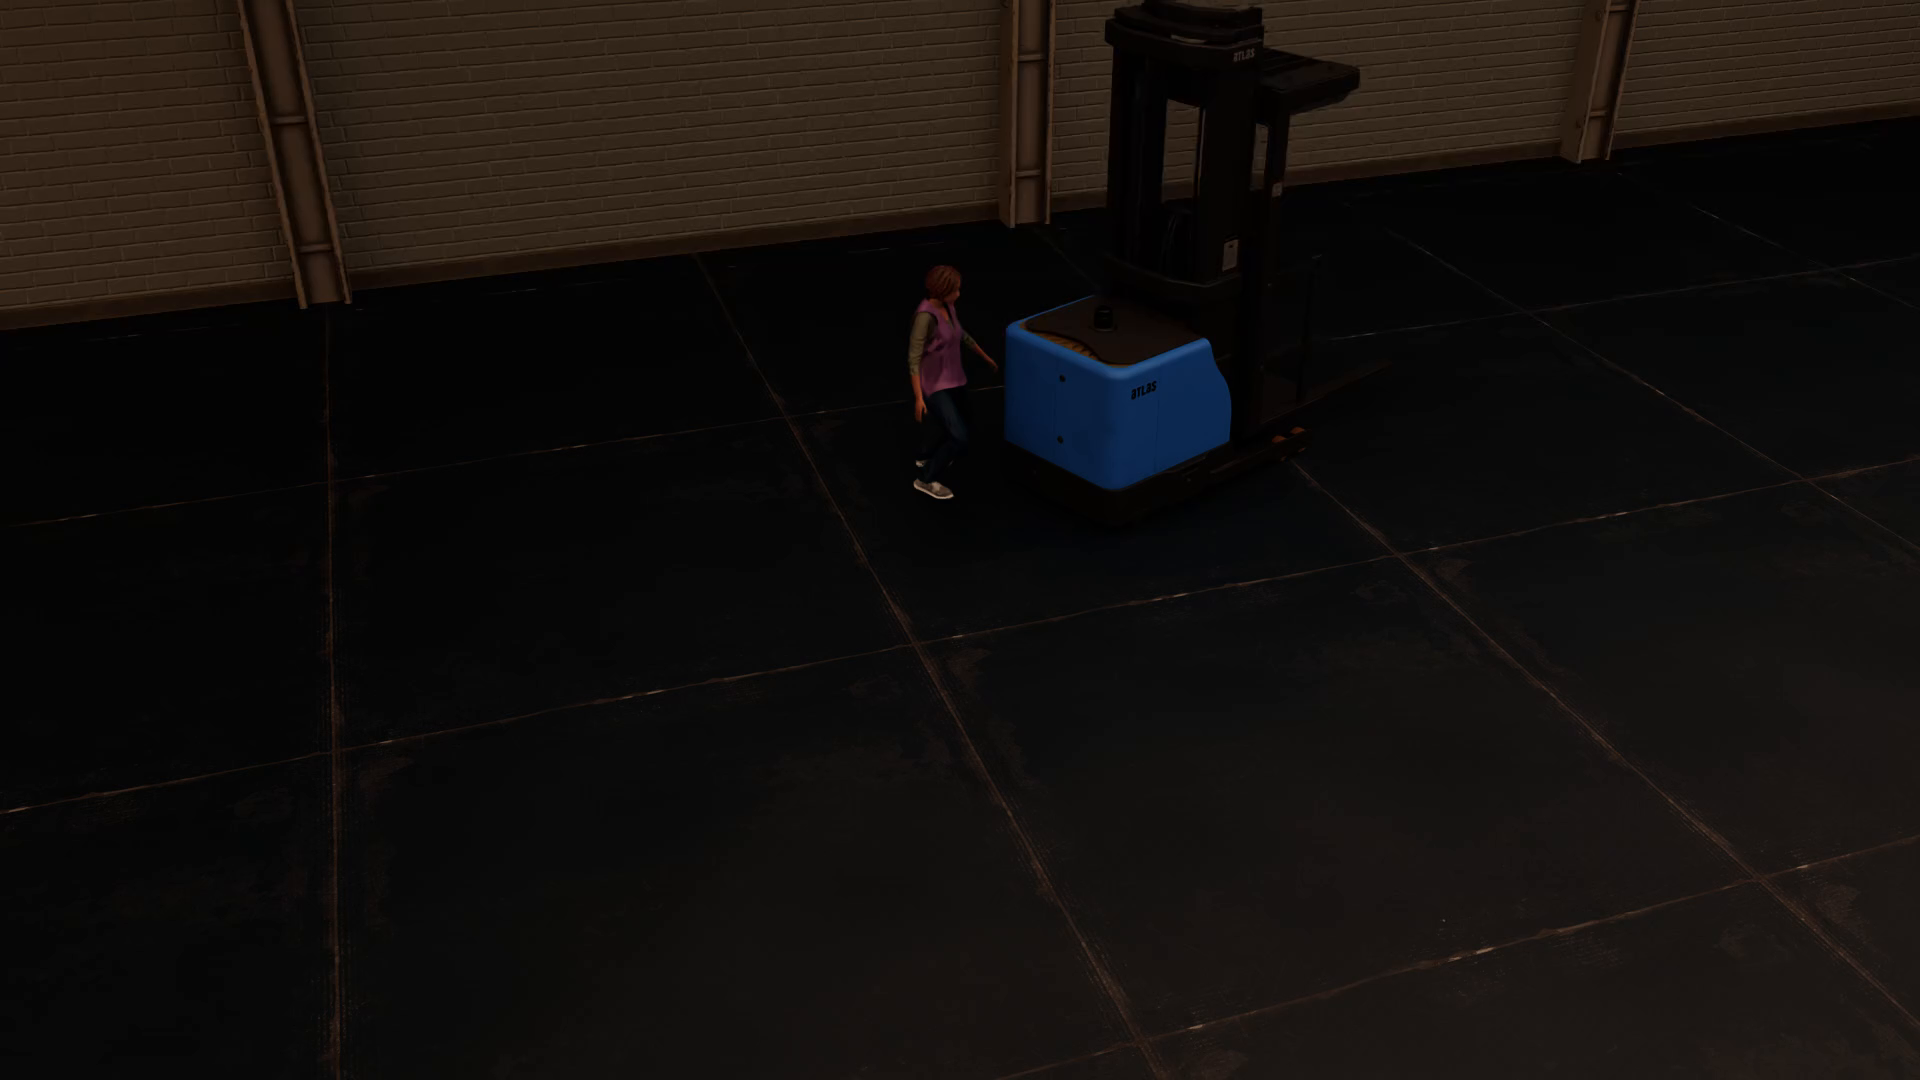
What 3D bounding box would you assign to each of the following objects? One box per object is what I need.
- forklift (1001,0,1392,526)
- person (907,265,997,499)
[{"bbox_3d":[1.702,-1.963,10.499,3.031,2.935,1.130,-24,37,-35],"label":"forklift"},{"bbox_3d":[-0.089,-0.974,10.267,0.580,1.484,0.803,14,33,22],"label":"person"}]
